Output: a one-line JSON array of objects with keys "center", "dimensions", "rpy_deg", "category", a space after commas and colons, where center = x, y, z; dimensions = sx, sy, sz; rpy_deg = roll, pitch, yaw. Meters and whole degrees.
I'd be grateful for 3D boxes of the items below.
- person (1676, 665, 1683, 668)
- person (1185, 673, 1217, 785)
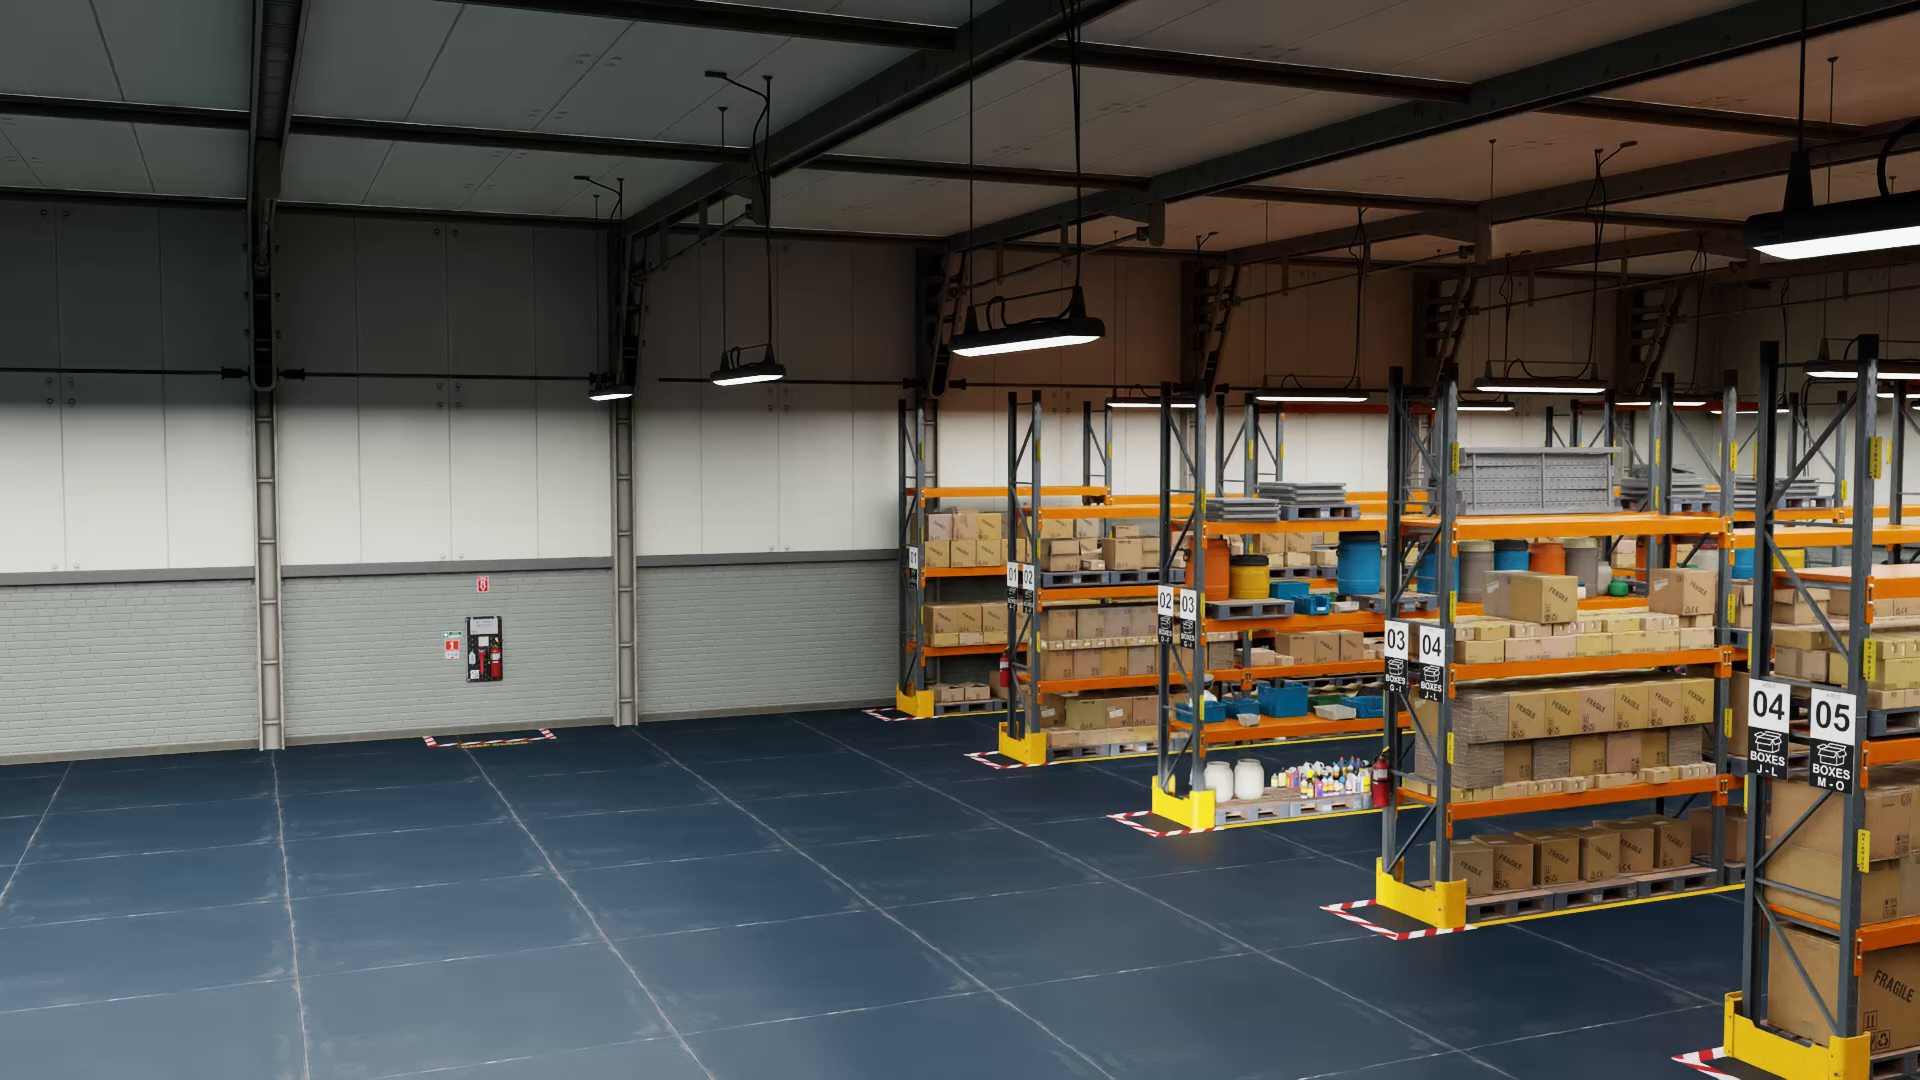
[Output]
[{"center": [13.410, 2.558, 30.550], "dimensions": [1.043, 1.583, 0.514], "rpy_deg": [-1, 4, -24], "category": "person"}, {"center": [3.643, 2.858, 24.993], "dimensions": [0.502, 1.689, 0.490], "rpy_deg": [-3, 4, -40], "category": "person"}]
